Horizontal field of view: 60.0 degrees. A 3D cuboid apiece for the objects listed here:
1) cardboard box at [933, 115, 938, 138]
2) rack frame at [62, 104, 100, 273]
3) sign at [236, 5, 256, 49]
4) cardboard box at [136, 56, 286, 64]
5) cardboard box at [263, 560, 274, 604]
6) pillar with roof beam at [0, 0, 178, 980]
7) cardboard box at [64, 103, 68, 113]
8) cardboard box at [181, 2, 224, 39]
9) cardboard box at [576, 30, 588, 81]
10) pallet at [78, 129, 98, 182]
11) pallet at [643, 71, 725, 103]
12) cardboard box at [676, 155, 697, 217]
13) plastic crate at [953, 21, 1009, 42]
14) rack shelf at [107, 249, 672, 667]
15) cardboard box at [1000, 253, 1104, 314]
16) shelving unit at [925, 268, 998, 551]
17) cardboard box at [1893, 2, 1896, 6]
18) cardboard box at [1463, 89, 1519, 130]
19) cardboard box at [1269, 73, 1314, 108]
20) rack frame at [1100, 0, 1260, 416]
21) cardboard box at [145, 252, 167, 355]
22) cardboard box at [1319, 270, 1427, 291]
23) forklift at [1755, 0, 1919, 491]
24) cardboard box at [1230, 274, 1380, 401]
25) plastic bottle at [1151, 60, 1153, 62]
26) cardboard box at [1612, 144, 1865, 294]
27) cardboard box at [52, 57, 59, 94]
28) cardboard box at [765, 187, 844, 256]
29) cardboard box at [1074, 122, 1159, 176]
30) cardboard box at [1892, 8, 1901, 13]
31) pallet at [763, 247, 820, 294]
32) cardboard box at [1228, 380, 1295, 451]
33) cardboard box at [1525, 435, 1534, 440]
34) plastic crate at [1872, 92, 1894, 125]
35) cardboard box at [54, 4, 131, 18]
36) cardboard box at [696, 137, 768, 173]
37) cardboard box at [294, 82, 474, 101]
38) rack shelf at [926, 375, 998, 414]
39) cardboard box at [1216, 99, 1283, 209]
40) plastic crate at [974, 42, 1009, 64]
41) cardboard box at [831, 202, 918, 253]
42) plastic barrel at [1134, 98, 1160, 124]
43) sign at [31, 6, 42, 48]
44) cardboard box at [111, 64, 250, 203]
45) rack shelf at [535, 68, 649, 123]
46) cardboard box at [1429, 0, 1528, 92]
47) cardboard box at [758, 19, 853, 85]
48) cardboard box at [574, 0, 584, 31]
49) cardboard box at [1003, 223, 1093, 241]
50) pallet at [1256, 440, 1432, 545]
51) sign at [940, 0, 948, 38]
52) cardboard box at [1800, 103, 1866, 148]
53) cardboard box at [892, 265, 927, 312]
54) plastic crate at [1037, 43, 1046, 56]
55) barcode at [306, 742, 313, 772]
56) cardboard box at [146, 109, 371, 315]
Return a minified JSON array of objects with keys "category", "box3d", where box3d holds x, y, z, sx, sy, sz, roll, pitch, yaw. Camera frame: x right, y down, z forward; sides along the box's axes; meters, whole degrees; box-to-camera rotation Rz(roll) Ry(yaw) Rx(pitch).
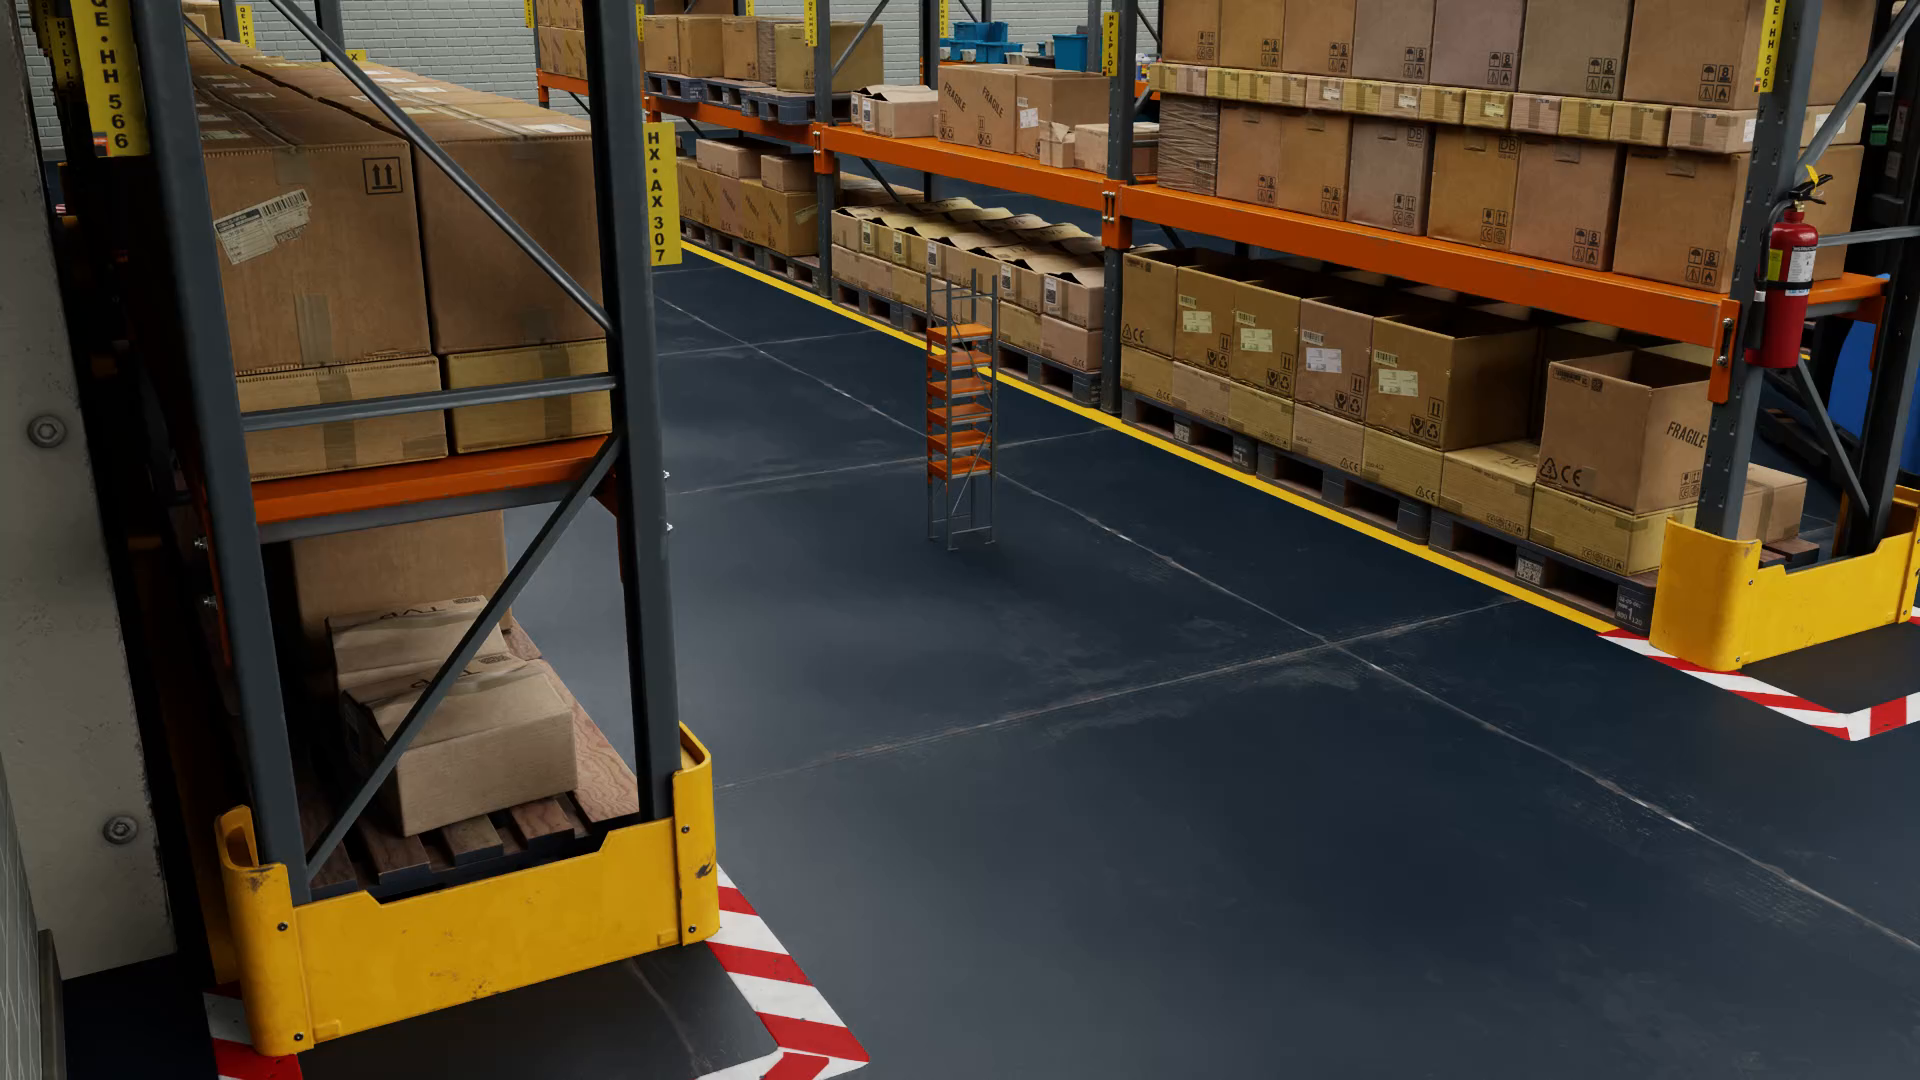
[{"category":"cardboard box","box3d":[0.034,-2.897,11.644,0.380,0.149,0.250,-8,21,-23]},{"category":"rack frame","box3d":[-6.878,-3.753,13.740,1.000,3.000,0.127,-10,21,-27]},{"category":"sign","box3d":[-4.506,-3.201,10.488,0.100,0.325,0.005,-10,21,-27]},{"category":"cardboard box","box3d":[-3.550,-2.024,7.903,0.700,0.500,0.500,-8,20,-21]},{"category":"cardboard box","box3d":[-2.337,0.146,6.138,0.380,0.149,0.250,-12,22,-31]},{"category":"pillar with roof beam","box3d":[1.515,-3.878,4.905,9.100,9.000,0.400,-10,21,-27]},{"category":"cardboard box","box3d":[-6.155,-3.336,11.892,0.500,0.500,0.500,-9,21,-25]},{"category":"cardboard box","box3d":[-4.981,-3.335,10.739,0.500,0.250,0.500,-9,21,-25]},{"category":"cardboard box","box3d":[-3.720,-5.113,17.528,0.500,0.500,0.500,-10,21,-26]},{"category":"pallet","box3d":[-4.547,-2.326,9.899,1.213,0.211,1.003,-10,21,-27]},{"category":"pallet","box3d":[-2.237,-4.184,15.284,1.003,0.211,1.213,-10,21,-27]},{"category":"cardboard box","box3d":[-2.505,-3.371,15.791,0.500,0.500,0.500,-11,22,-29]},{"category":"plastic crate","box3d":[0.265,-6.413,21.305,0.616,0.435,0.499,-10,21,-27]},{"category":"rack shelf","box3d":[-2.130,-0.542,5.538,1.077,0.370,4.000,-10,21,-27]},{"category":"cardboard box","box3d":[0.581,-1.609,10.238,0.500,0.311,0.500,-9,21,-25]},{"category":"shelving unit","box3d":[0.007,-0.563,7.255,0.258,1.200,0.189,-10,21,-27]},{"category":"cardboard box","box3d":[14.220,-8.349,25.374,0.500,0.500,0.500,-10,22,-27]},{"category":"cardboard box","box3d":[2.339,-1.807,6.952,0.380,0.149,0.250,-9,21,-25]},{"category":"cardboard box","box3d":[1.722,-2.178,8.029,0.380,0.149,0.250,-11,22,-28]},{"category":"rack frame","box3d":[1.279,-2.225,9.311,1.000,3.000,0.127,-10,21,-27]},{"category":"cardboard box","box3d":[-2.313,-0.786,5.343,0.500,0.250,0.500,-10,21,-26]},{"category":"cardboard box","box3d":[2.159,-1.090,8.446,0.500,0.500,0.500,-10,21,-27]},{"category":"forklift","box3d":[4.883,-1.837,8.295,1.130,2.935,3.031,2,19,6]},{"category":"cardboard box","box3d":[1.698,-1.009,8.211,0.500,0.500,0.500,-10,21,-27]},{"category":"plastic bottle","box3d":[2.000,-4.921,17.431,0.097,0.201,0.097,0,19,0]},{"category":"cardboard box","box3d":[2.968,-1.260,6.361,0.700,0.500,0.500,-10,21,-27]},{"category":"cardboard box","box3d":[-7.817,-4.470,15.360,0.980,0.700,0.700,-11,22,-29]},{"category":"cardboard box","box3d":[-1.272,-2.631,13.648,0.500,0.500,0.500,-9,21,-25]},{"category":"cardboard box","box3d":[1.006,-2.288,9.726,0.500,0.250,0.500,-9,21,-23]},{"category":"cardboard box","box3d":[11.395,-6.370,20.154,0.380,0.149,0.250,-10,21,-27]},{"category":"pallet","box3d":[-0.942,-2.275,13.732,1.003,0.211,1.213,-10,21,-27]},{"category":"cardboard box","box3d":[1.698,-0.655,8.333,0.500,0.250,0.500,-10,21,-27]},{"category":"cardboard box","box3d":[2.641,-0.450,7.740,0.500,0.250,0.500,-10,21,-27]},{"category":"plastic crate","box3d":[5.776,-2.791,11.049,0.767,0.338,0.504,-10,21,-27]},{"category":"cardboard box","box3d":[-5.422,-3.246,10.483,0.500,0.250,0.500,-9,21,-25]},{"category":"cardboard box","box3d":[-2.030,-3.438,14.837,0.500,0.250,0.500,-10,21,-27]},{"category":"cardboard box","box3d":[-1.863,-1.224,5.460,0.500,0.500,0.500,-9,21,-25]},{"category":"rack shelf","box3d":[0.007,-0.634,7.231,0.258,0.103,0.180,-10,21,-27]},{"category":"cardboard box","box3d":[1.751,-1.995,8.493,0.700,0.500,0.500,-10,22,-27]},{"category":"plastic crate","box3d":[0.394,-5.885,20.084,0.416,0.233,0.300,-10,21,-27]},{"category":"cardboard box","box3d":[-0.631,-2.341,12.360,0.500,0.311,0.500,-9,21,-25]},{"category":"plastic barrel","box3d":[2.084,-4.335,18.001,0.600,0.901,0.708,-10,21,-27]},{"category":"sign","box3d":[-7.366,-4.113,13.335,0.100,0.325,0.005,-10,21,-27]},{"category":"cardboard box","box3d":[-3.040,-1.582,6.499,0.500,0.500,0.500,-11,22,-28]},{"category":"rack shelf","box3d":[-3.470,-4.755,17.748,1.077,0.370,4.000,-10,21,-27]},{"category":"cardboard box","box3d":[2.448,-2.183,7.048,0.700,0.500,0.500,-10,21,-26]},{"category":"cardboard box","box3d":[-1.285,-4.074,13.874,0.700,0.500,0.500,-6,20,-16]},{"category":"cardboard box","box3d":[-3.711,-5.582,17.355,0.500,0.500,0.500,-10,22,-27]},{"category":"cardboard box","box3d":[0.570,-1.987,11.334,0.500,0.311,0.500,-9,21,-25]},{"category":"pallet","box3d":[2.203,-0.321,8.070,1.003,0.211,1.213,-10,21,-27]},{"category":"sign","box3d":[-0.134,-4.007,12.702,0.100,0.325,0.005,-10,21,-27]},{"category":"cardboard box","box3d":[3.181,-1.576,6.285,0.380,0.149,0.250,-10,21,-27]},{"category":"cardboard box","box3d":[-0.139,-1.783,11.604,0.500,0.250,0.500,-11,22,-28]},{"category":"plastic crate","box3d":[1.142,-5.835,19.939,0.416,0.233,0.300,-10,21,-27]},{"category":"barcode","box3d":[-1.790,0.595,4.574,0.001,0.075,0.075,-10,21,-27]},{"category":"cardboard box","box3d":[-1.821,-0.849,4.376,0.500,0.500,0.500,-10,21,-26]}]
